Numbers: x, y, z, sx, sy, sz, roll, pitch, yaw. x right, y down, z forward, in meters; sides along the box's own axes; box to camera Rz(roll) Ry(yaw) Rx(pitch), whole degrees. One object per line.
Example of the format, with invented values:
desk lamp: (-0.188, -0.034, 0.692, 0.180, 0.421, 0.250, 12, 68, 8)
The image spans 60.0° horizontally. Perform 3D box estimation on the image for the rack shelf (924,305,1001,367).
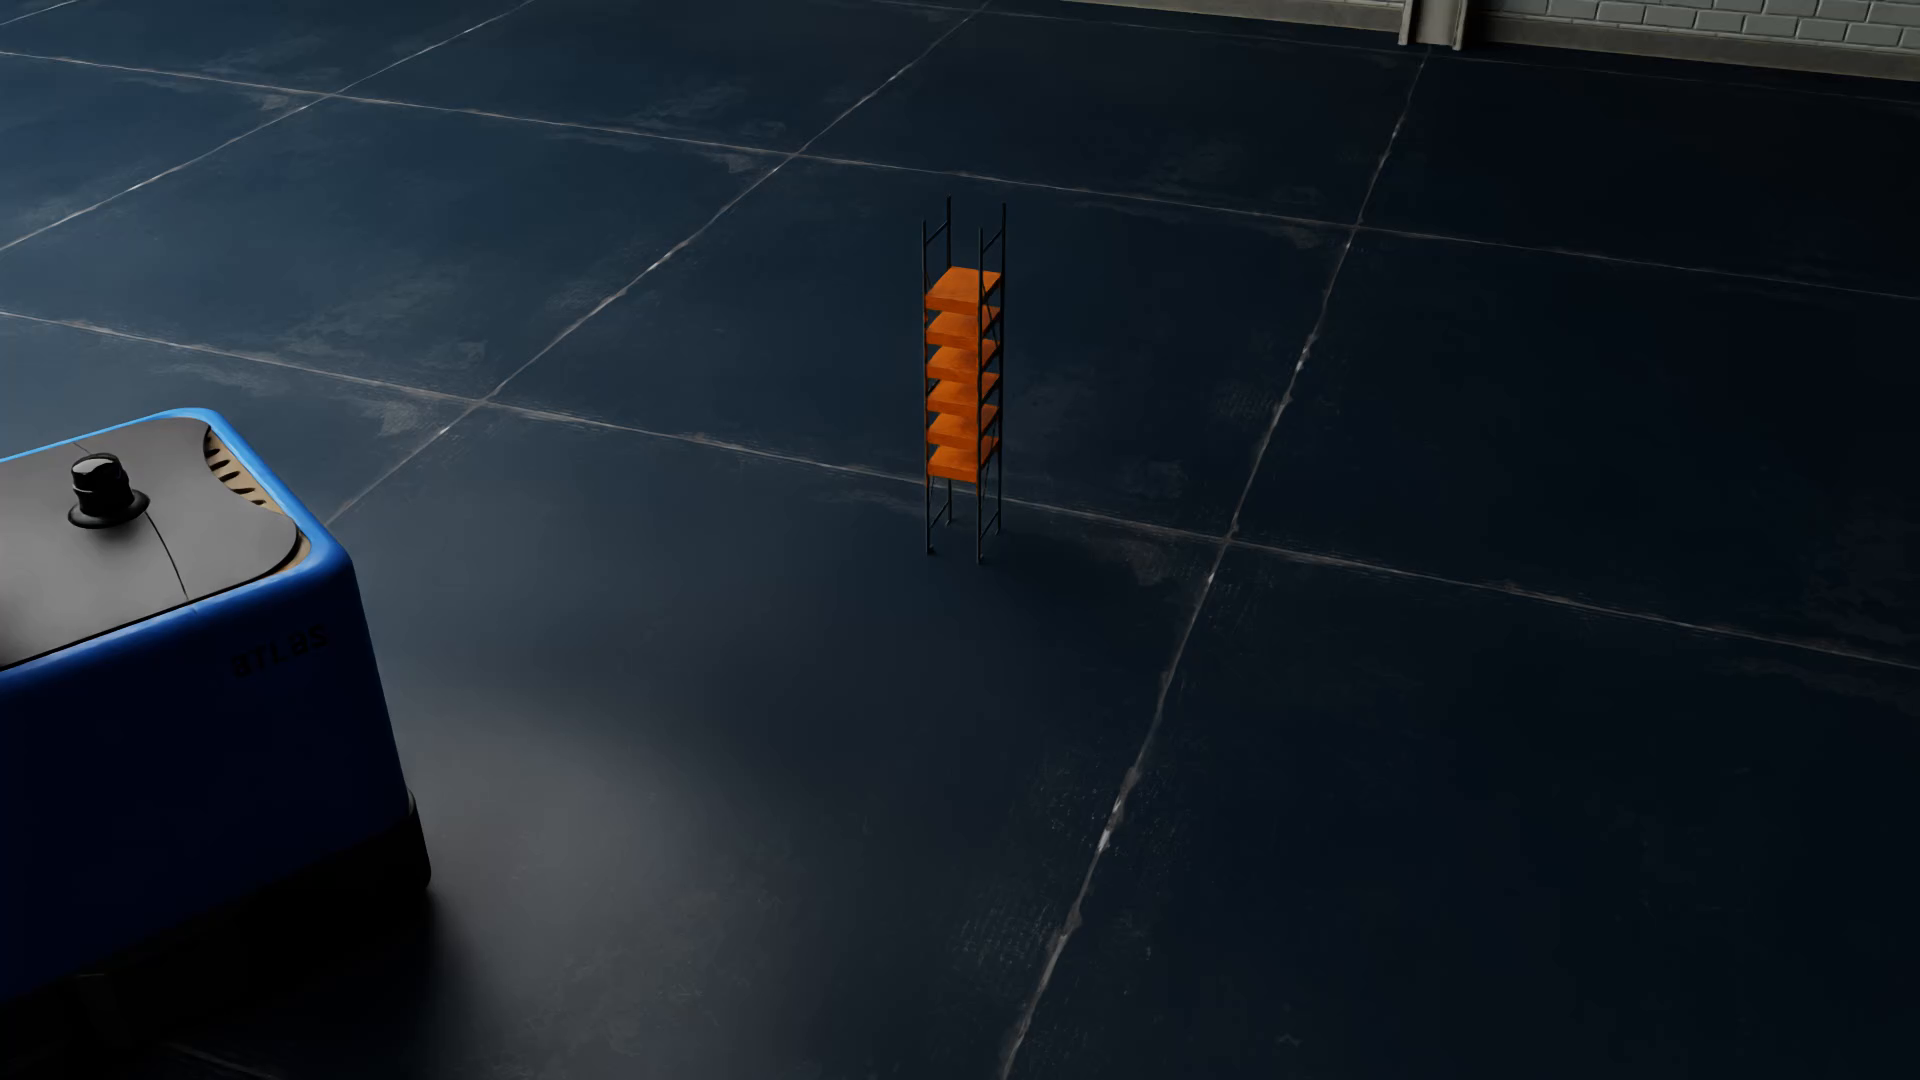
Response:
rack shelf: (0.014, -0.666, 5.314, 0.180, 0.103, 0.258, 11, 34, 16)

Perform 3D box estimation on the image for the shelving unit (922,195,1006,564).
shelving unit: (0.014, -0.501, 5.420, 0.189, 1.200, 0.258, 11, 34, 16)

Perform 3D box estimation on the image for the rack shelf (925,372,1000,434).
rack shelf: (0.014, -0.464, 5.445, 0.180, 0.103, 0.258, 11, 34, 16)

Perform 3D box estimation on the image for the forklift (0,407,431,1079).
forklift: (-2.823, 0.007, 3.037, 3.031, 2.935, 1.130, -24, 40, -32)

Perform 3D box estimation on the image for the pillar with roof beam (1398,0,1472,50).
pillar with roof beam: (1.600, -4.808, 4.900, 0.400, 9.000, 9.100, 11, 34, 16)

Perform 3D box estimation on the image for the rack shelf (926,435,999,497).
rack shelf: (0.014, -0.262, 5.575, 0.180, 0.103, 0.258, 11, 34, 16)

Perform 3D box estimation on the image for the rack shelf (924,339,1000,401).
rack shelf: (0.014, -0.565, 5.379, 0.180, 0.103, 0.258, 11, 34, 16)

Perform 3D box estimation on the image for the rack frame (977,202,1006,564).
rack frame: (0.100, -0.485, 5.395, 0.006, 1.200, 0.240, 11, 34, 16)

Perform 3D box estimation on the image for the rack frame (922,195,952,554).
rack frame: (-0.073, -0.518, 5.446, 0.006, 1.200, 0.240, 11, 34, 16)

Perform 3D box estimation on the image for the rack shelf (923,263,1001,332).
rack shelf: (0.014, -0.767, 5.249, 0.180, 0.103, 0.258, 11, 34, 16)

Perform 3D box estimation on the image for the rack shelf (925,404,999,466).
rack shelf: (0.014, -0.363, 5.510, 0.180, 0.103, 0.258, 11, 34, 16)
